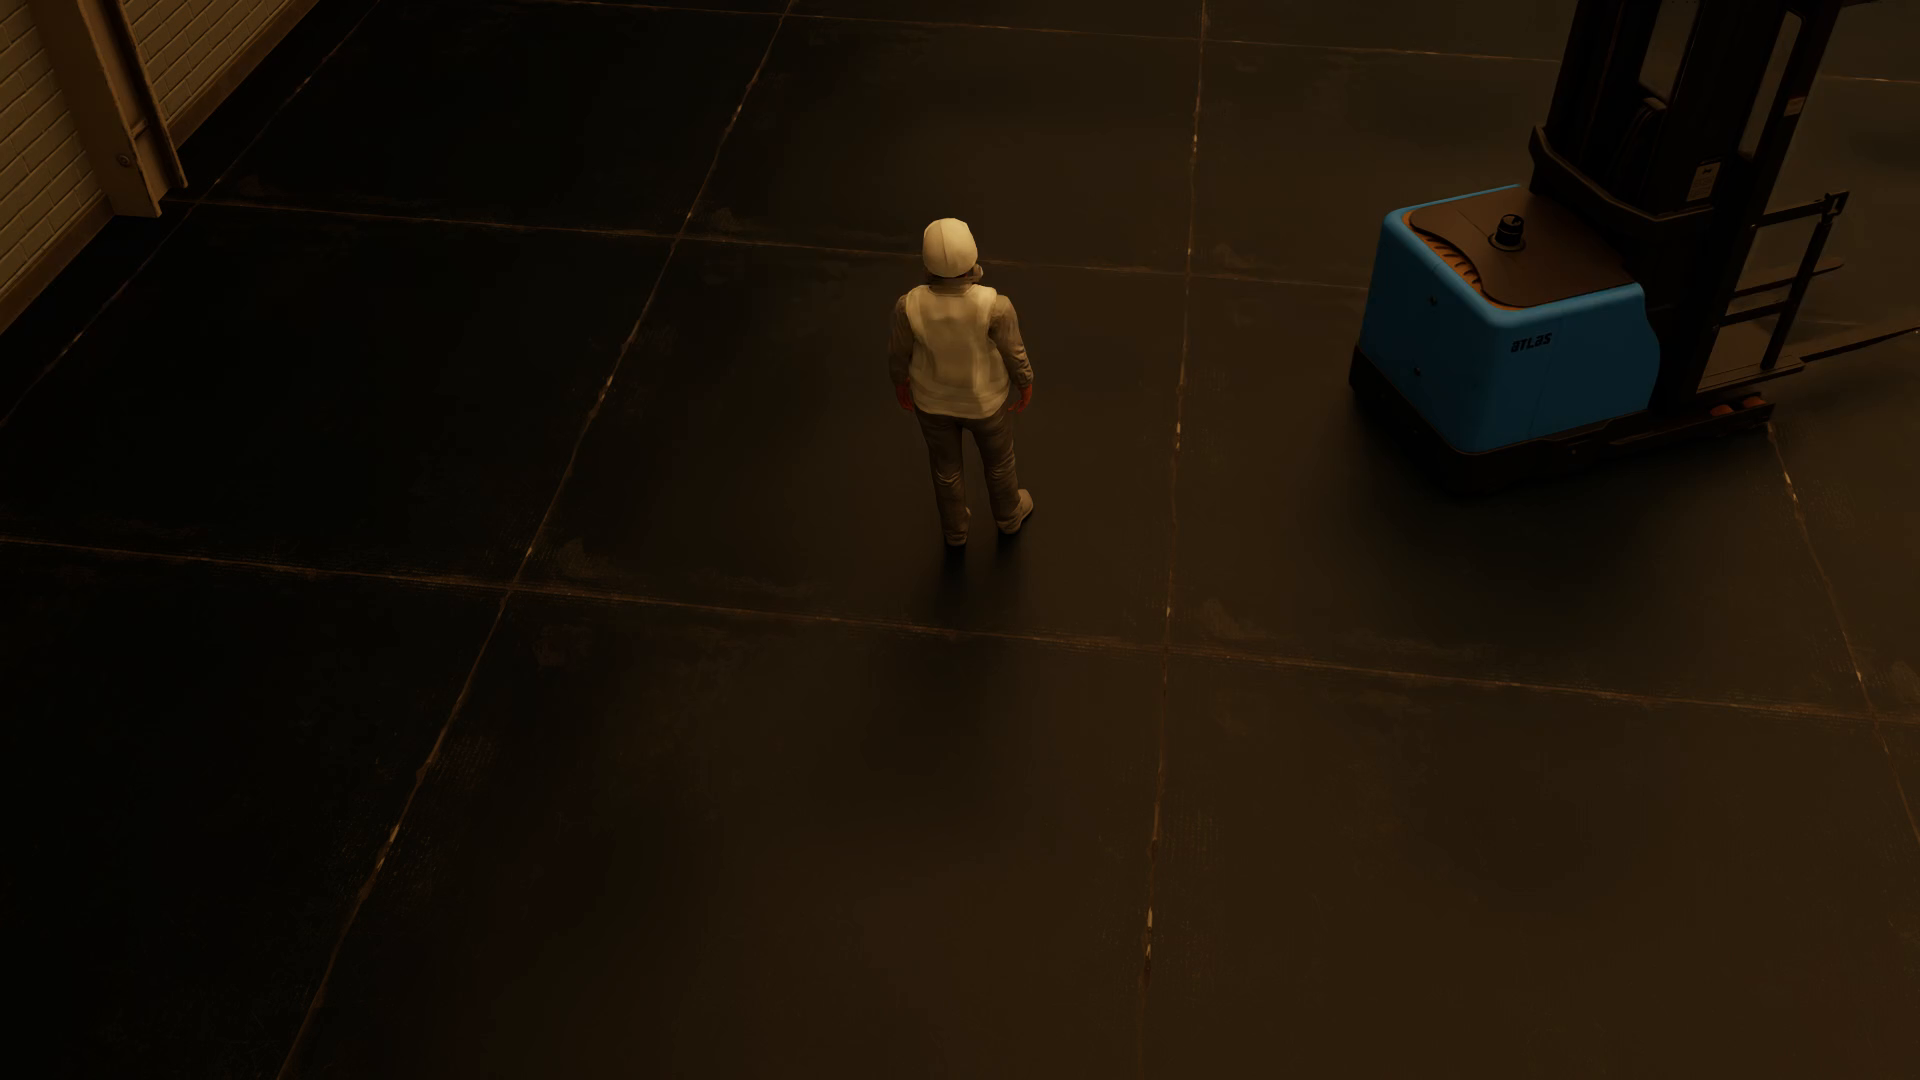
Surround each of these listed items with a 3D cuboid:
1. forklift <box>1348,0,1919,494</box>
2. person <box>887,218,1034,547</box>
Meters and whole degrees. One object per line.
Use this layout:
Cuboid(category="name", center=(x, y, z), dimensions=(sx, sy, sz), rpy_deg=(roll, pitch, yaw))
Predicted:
Cuboid(category="forklift", center=(3.601, -1.922, 7.817), dimensions=(3.031, 2.935, 1.130), rpy_deg=(-14, 44, -15))
Cuboid(category="person", center=(0.016, -0.700, 7.331), dimensions=(0.634, 1.775, 0.566), rpy_deg=(5, 43, 6))
